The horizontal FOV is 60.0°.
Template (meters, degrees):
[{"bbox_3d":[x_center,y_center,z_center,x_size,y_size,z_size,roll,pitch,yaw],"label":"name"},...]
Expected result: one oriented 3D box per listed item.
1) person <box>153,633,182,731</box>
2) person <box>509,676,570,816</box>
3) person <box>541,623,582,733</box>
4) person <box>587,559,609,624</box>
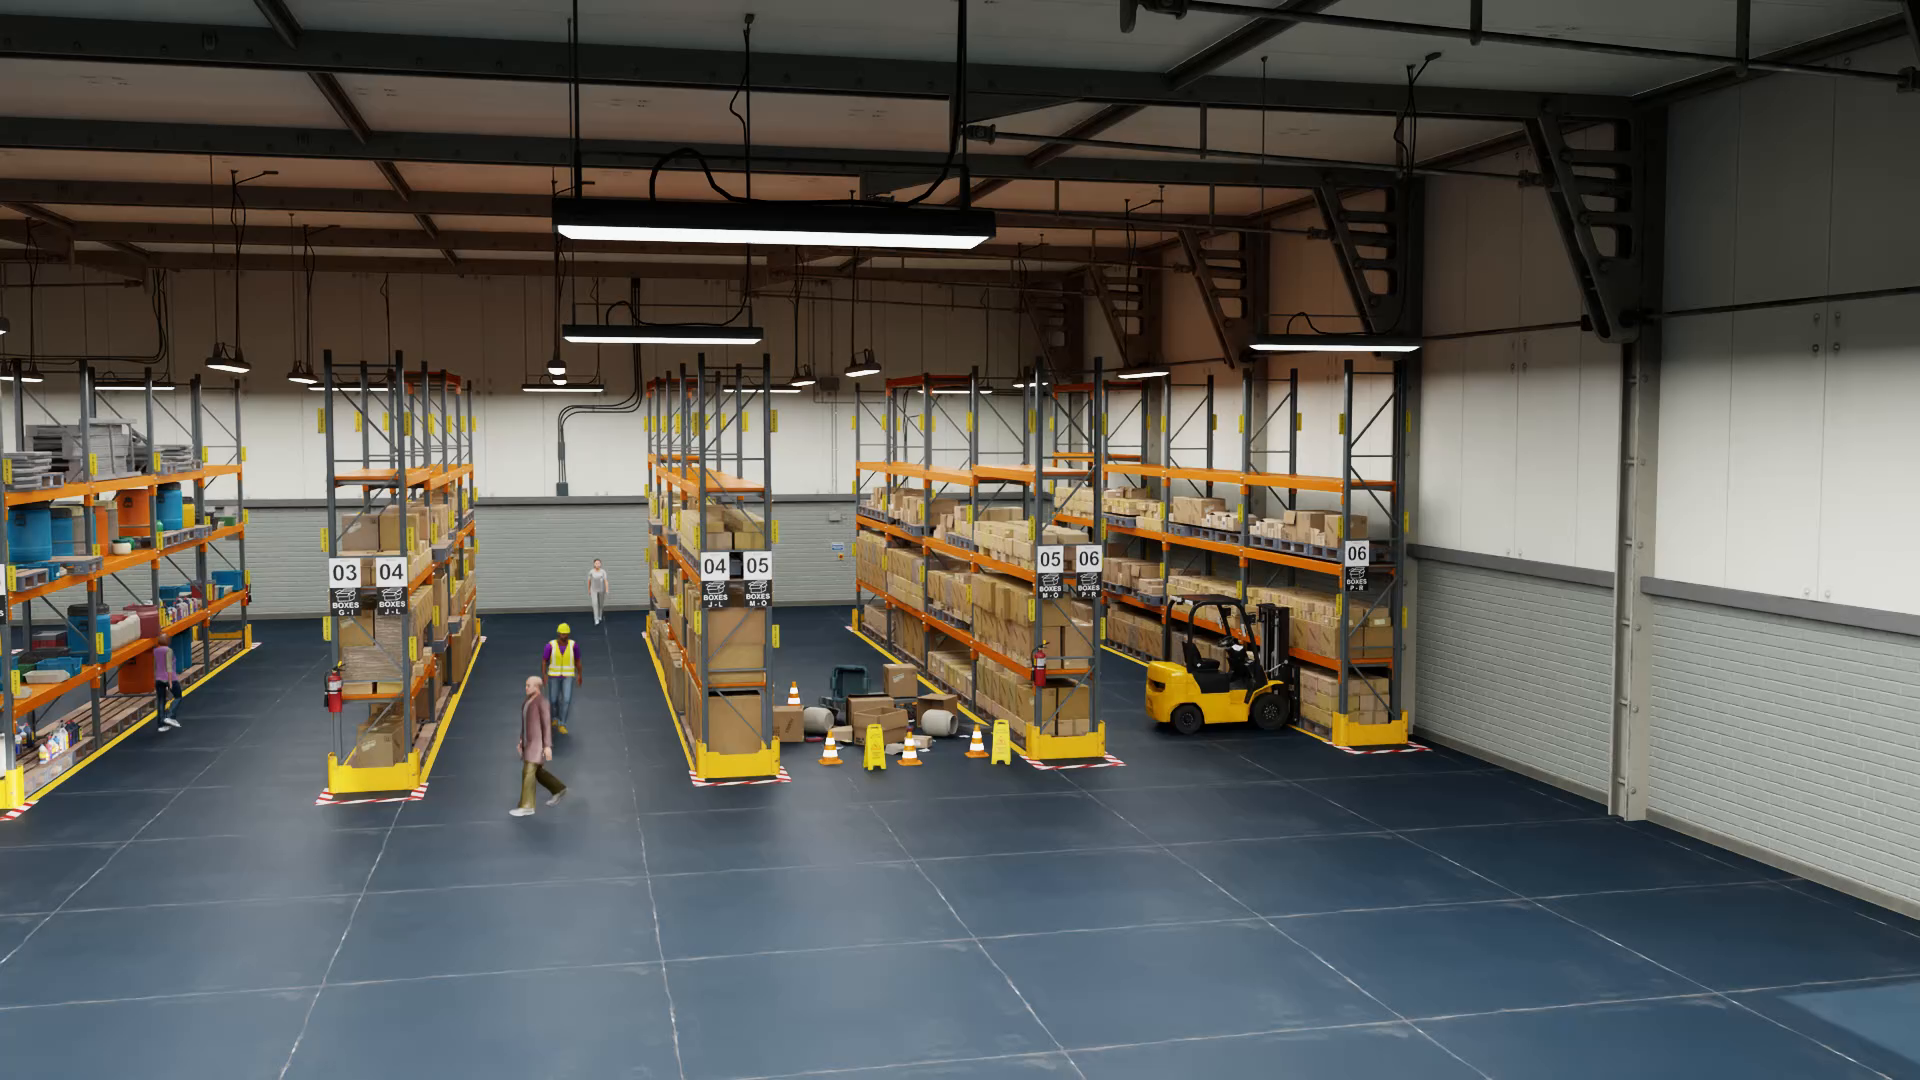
[{"bbox_3d":[-12.970,2.310,27.124,0.445,1.583,0.471,0,4,2],"label":"person"},{"bbox_3d":[-5.446,2.626,21.446,0.927,1.759,0.576,-3,5,-36],"label":"person"},{"bbox_3d":[-6.516,2.258,27.229,0.656,1.786,0.667,-1,4,-18],"label":"person"},{"bbox_3d":[-9.083,1.277,41.720,0.499,1.609,1.058,-1,4,-16],"label":"person"}]
